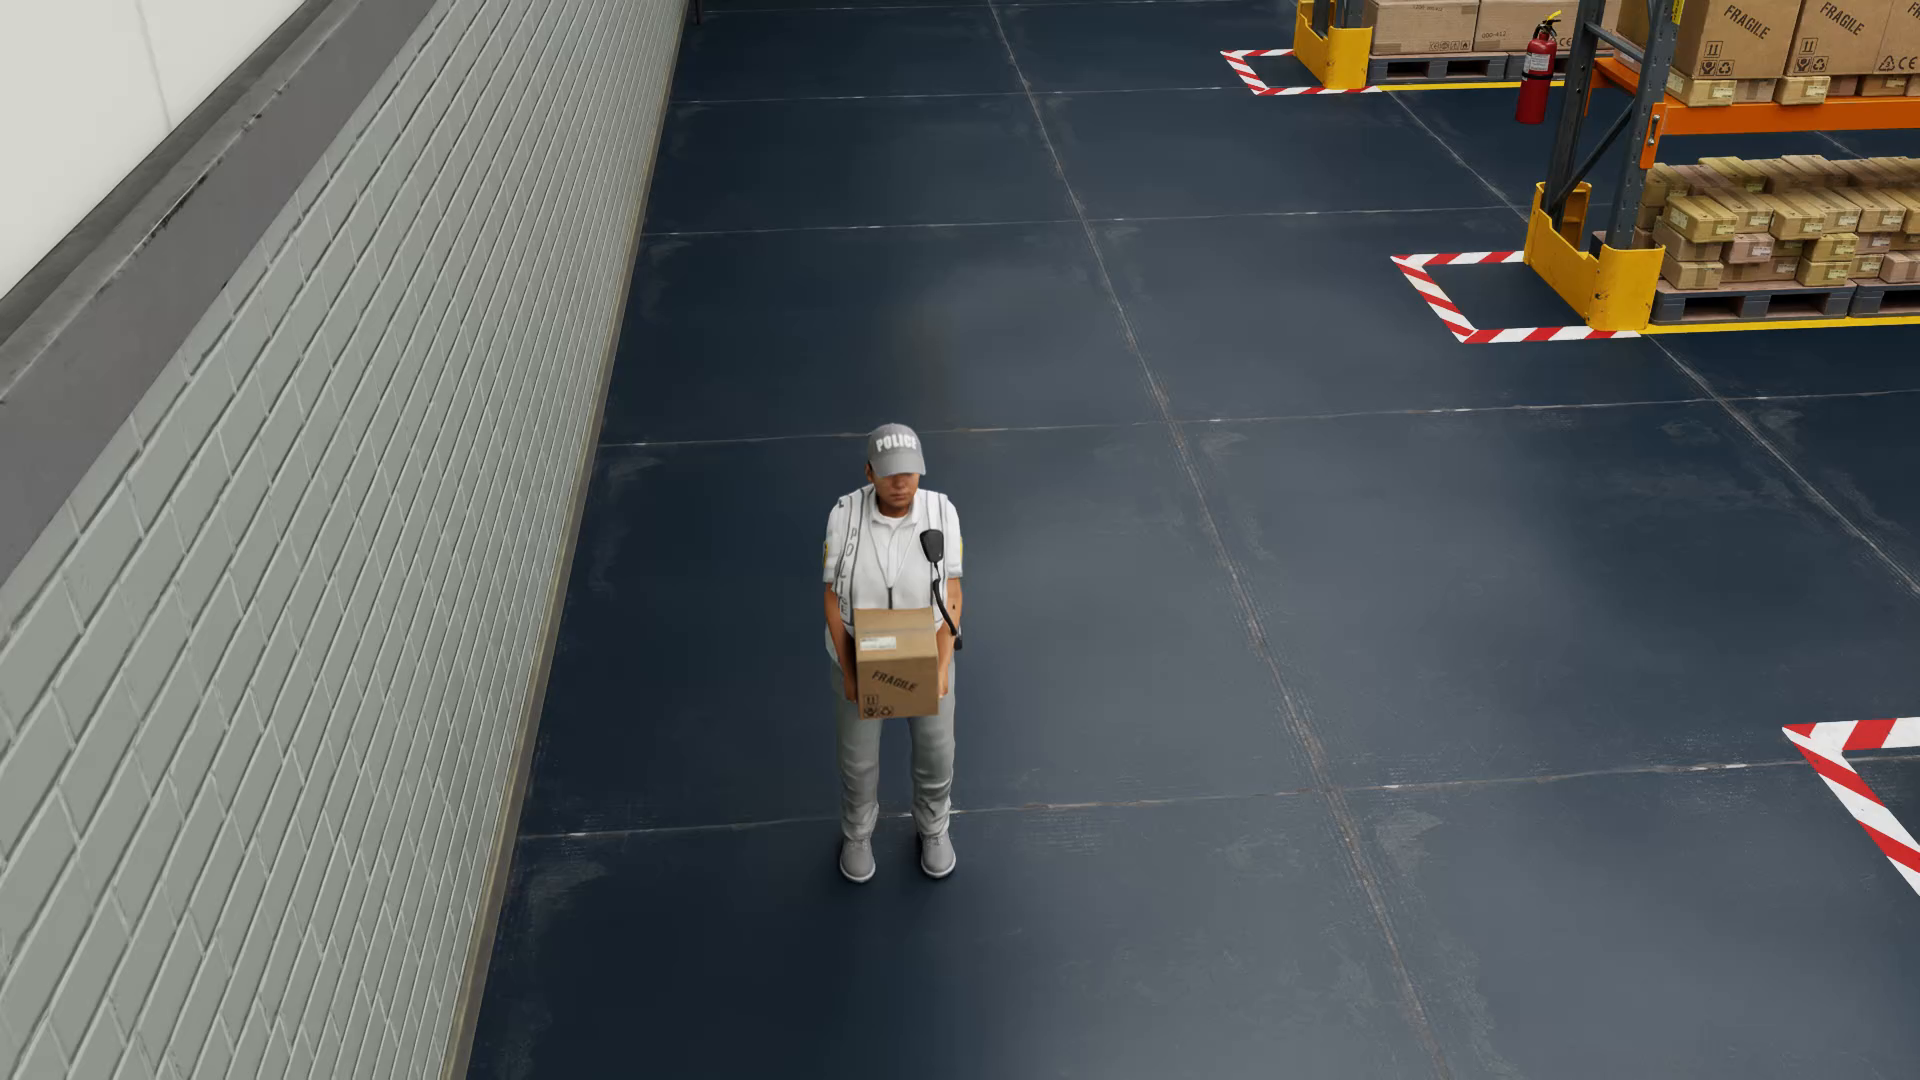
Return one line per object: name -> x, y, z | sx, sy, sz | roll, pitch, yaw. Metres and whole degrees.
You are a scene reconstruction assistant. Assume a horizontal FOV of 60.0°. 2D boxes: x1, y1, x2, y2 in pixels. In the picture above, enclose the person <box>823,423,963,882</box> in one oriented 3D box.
person -> -0.209, 0.424, 5.442 | 0.453, 1.653, 0.541 | -3, 31, -4
